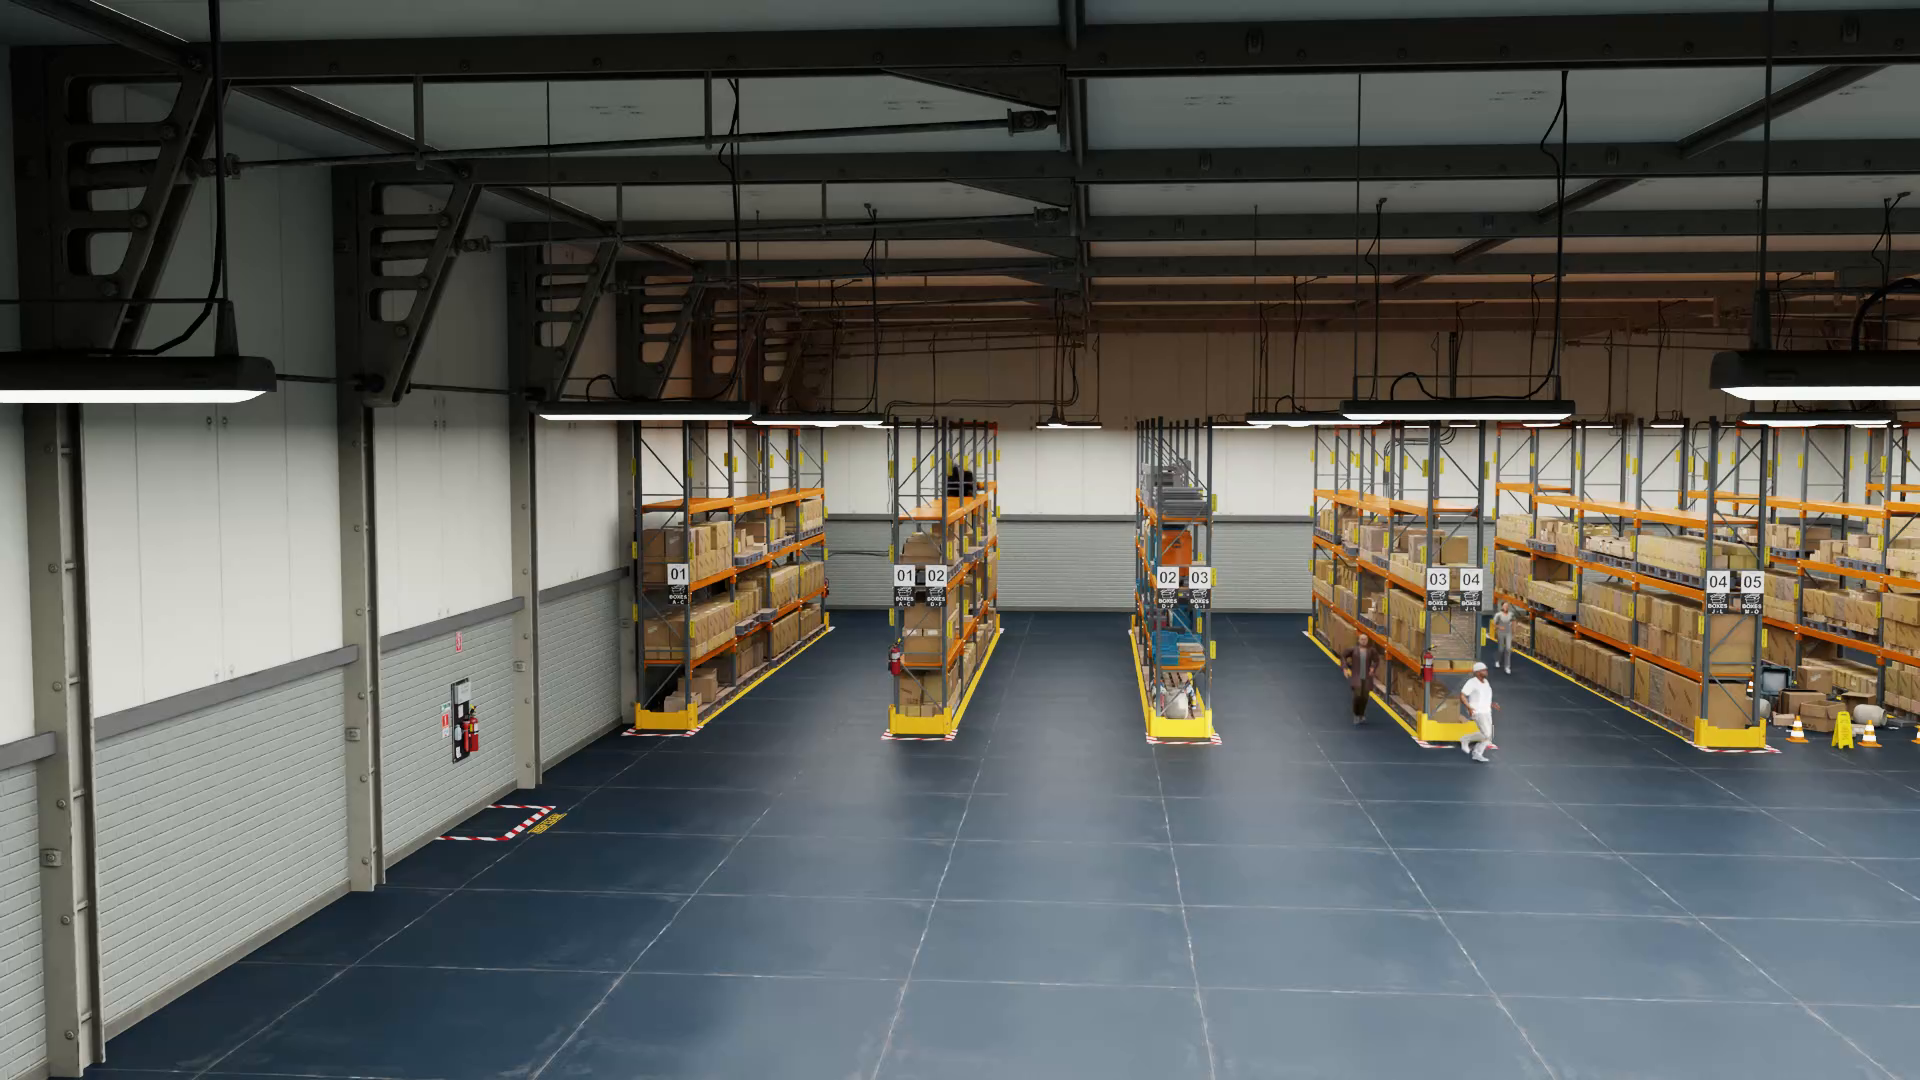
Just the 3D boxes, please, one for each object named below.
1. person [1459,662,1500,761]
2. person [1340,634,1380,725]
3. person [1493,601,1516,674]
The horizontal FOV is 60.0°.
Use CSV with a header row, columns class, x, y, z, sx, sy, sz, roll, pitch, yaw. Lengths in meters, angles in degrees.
class,x,y,z,sx,sy,sz,roll,pitch,yaw
person,9.027,2.984,28.898,0.705,1.719,0.589,-3,5,-43
person,7.855,2.737,32.565,0.733,1.805,0.679,0,4,3
person,13.004,2.295,39.720,0.587,1.688,0.848,0,4,4
